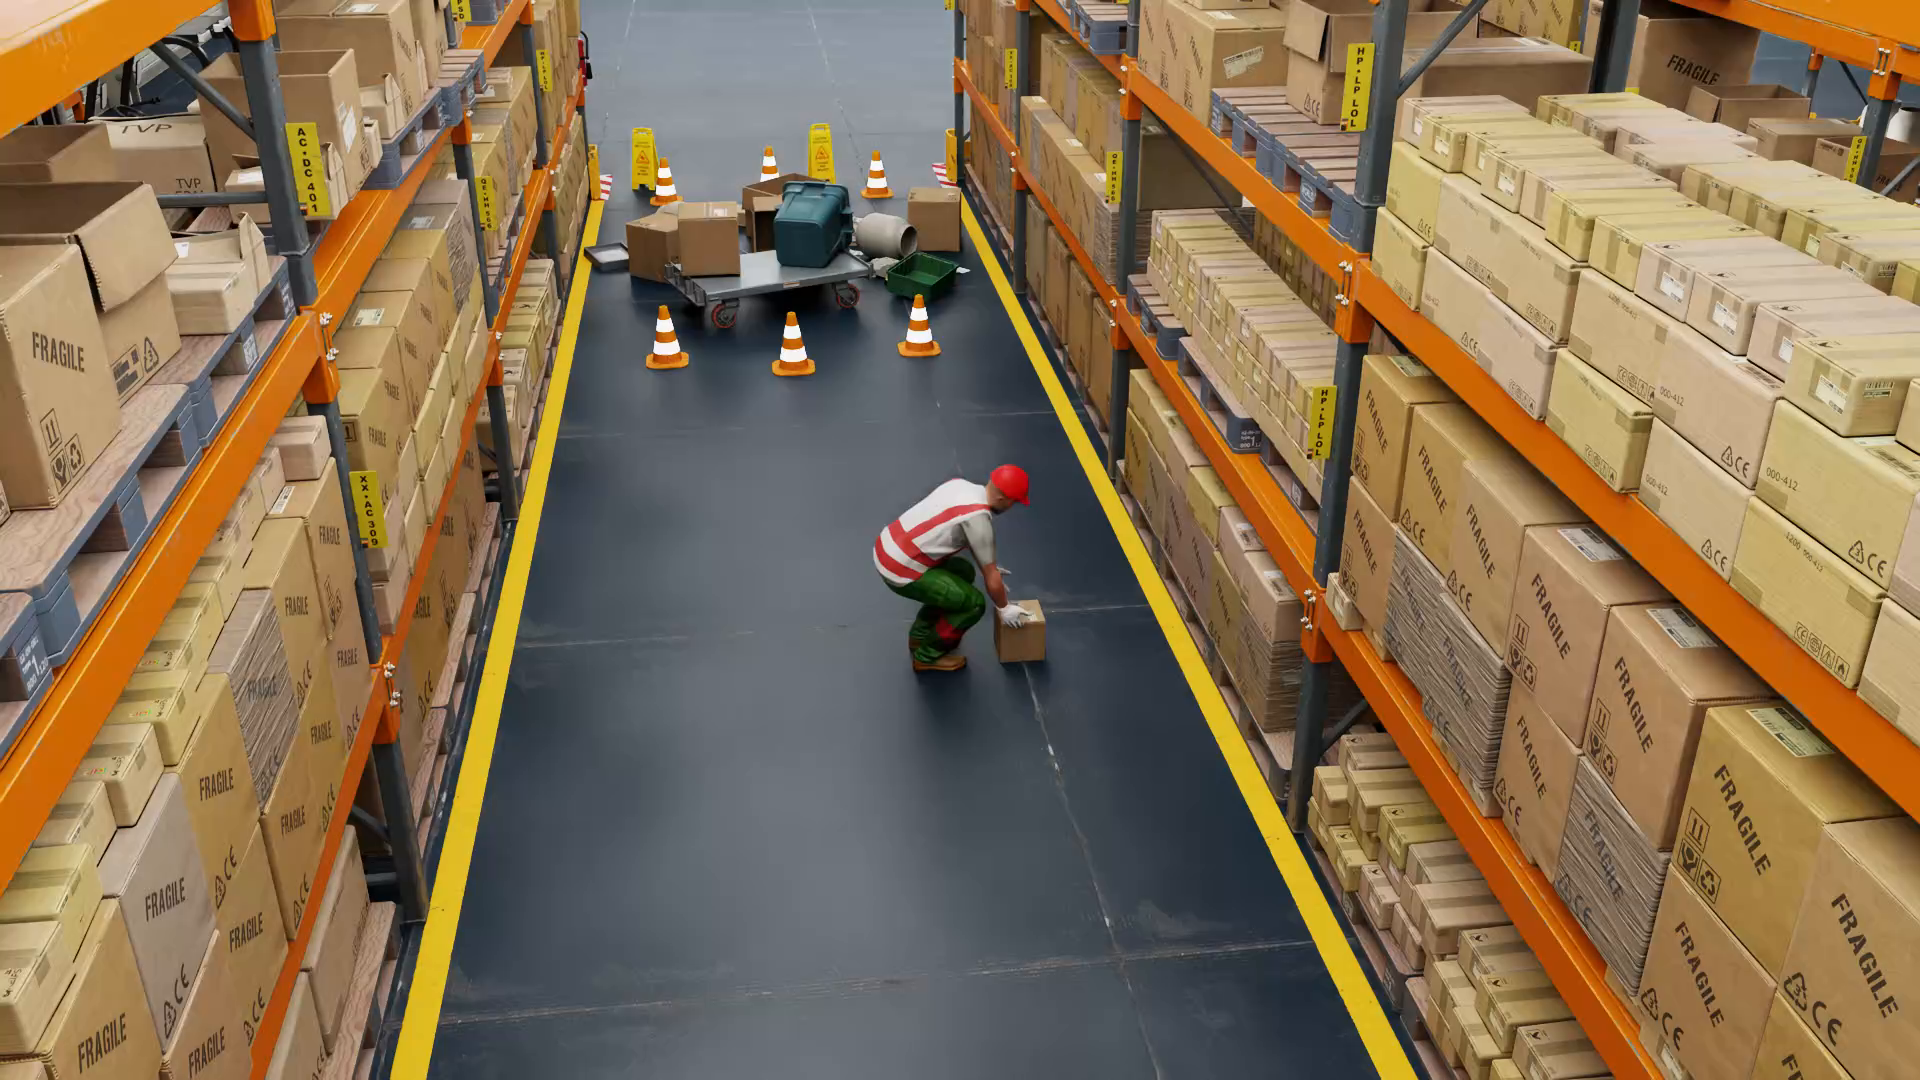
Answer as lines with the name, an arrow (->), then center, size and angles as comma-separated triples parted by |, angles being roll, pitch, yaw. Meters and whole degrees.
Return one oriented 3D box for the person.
person -> -0.045, 0.128, 9.084 | 0.863, 1.116, 0.581 | -4, 27, -7
